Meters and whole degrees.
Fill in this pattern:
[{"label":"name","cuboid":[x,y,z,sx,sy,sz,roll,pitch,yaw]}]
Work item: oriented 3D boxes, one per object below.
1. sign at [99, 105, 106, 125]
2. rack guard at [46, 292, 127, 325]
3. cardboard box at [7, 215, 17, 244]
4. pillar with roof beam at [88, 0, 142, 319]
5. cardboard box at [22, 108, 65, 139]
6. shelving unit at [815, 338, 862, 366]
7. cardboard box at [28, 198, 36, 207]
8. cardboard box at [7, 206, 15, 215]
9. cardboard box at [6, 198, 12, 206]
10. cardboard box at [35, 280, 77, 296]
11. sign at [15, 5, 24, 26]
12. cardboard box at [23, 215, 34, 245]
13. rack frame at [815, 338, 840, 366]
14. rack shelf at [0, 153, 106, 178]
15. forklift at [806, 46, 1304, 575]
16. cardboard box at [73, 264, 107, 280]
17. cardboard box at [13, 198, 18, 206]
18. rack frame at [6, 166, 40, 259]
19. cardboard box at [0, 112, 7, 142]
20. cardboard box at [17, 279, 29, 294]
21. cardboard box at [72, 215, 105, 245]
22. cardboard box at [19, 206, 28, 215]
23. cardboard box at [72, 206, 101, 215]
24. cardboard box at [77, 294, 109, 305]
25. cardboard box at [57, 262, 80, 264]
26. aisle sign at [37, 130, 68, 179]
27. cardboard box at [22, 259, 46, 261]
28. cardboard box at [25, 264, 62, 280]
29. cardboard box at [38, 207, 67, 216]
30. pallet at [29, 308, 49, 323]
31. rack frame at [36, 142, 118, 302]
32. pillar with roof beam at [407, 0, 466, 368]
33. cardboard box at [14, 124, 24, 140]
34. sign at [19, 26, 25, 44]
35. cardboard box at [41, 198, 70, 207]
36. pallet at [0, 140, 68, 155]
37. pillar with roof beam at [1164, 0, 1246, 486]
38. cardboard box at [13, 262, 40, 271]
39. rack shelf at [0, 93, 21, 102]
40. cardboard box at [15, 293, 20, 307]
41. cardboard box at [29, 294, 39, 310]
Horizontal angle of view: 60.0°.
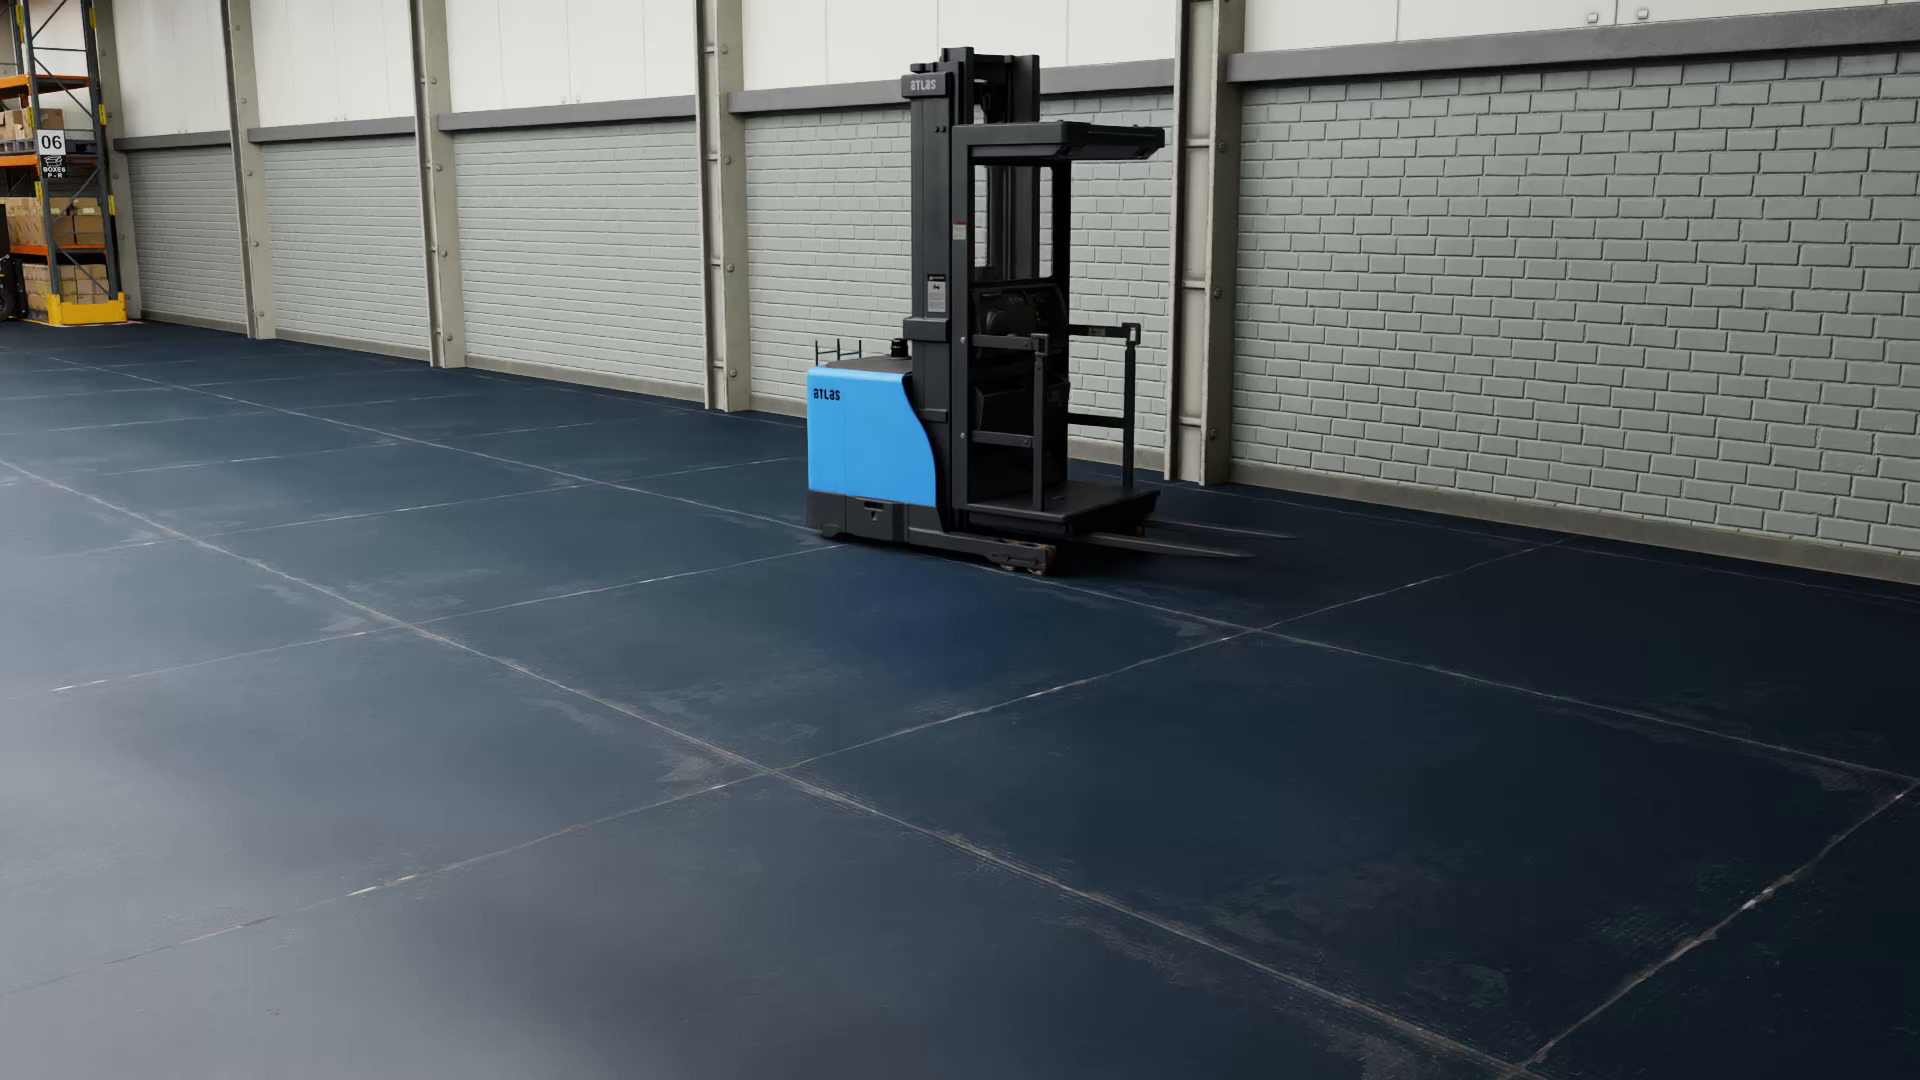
[{"label":"sign","cuboid":[-14.543,-7.211,28.185,0.100,0.325,0.005,-11,16,-43]},{"label":"rack guard","cuboid":[-14.932,-3.971,28.448,1.175,0.500,0.348,-11,16,-43]},{"label":"cardboard box","cuboid":[-16.539,-5.507,29.459,0.500,0.500,0.500,-11,16,-42]},{"label":"pillar with roof beam","cuboid":[-17.891,-7.765,25.798,9.100,9.000,0.400,-11,16,-43]},{"label":"cardboard box","cuboid":[-15.431,-7.002,27.996,0.500,0.500,0.500,-10,15,-41]},{"label":"shelving unit","cuboid":[-0.784,-0.701,10.842,0.189,1.200,0.258,8,14,35]},{"label":"cardboard box","cuboid":[-15.741,-5.800,28.539,0.380,0.149,0.250,-10,16,-41]},{"label":"cardboard box","cuboid":[-16.628,-5.838,29.458,0.380,0.149,0.250,-11,16,-44]},{"label":"cardboard box","cuboid":[-16.758,-6.030,29.655,0.380,0.149,0.250,-11,16,-43]},{"label":"cardboard box","cuboid":[-15.511,-4.330,28.530,0.500,0.250,0.500,-11,16,-43]},{"label":"sign","cuboid":[-15.351,-8.560,27.148,0.100,0.325,0.005,-11,16,-43]},{"label":"cardboard box","cuboid":[-15.830,-5.360,28.747,0.500,0.500,0.500,-10,15,-41]},{"label":"rack frame","cuboid":[-0.858,-0.712,10.895,0.006,1.200,0.240,8,14,35]},{"label":"rack shelf","cuboid":[-16.330,-6.608,29.399,1.077,0.370,4.000,-11,16,-43]},{"label":"forklift","cuboid":[0.523,-1.359,9.742,3.031,2.935,1.130,8,14,35]},{"label":"cardboard box","cuboid":[-15.144,-4.644,28.815,0.500,0.250,0.500,-11,16,-43]},{"label":"cardboard box","cuboid":[-16.302,-5.907,29.054,0.380,0.149,0.250,-10,16,-41]},{"label":"rack frame","cuboid":[-17.711,-5.783,31.046,1.000,3.000,0.127,-11,16,-43]},{"label":"cardboard box","cuboid":[-16.442,-7.258,29.229,0.797,0.503,0.637,-10,15,-41]},{"label":"cardboard box","cuboid":[-16.221,-4.477,29.244,0.500,0.250,0.500,-11,16,-44]},{"label":"cardboard box","cuboid":[-15.090,-5.359,28.741,0.500,0.500,0.500,-10,15,-41]},{"label":"cardboard box","cuboid":[-16.105,-5.727,28.920,0.250,0.149,0.380,11,16,43]},{"label":"cardboard box","cuboid":[-14.995,-5.651,28.553,0.250,0.149,0.380,11,16,44]},{"label":"cardboard box","cuboid":[-15.146,-4.157,28.928,0.500,0.250,0.500,-11,16,-42]},{"label":"cardboard box","cuboid":[-15.829,-4.791,29.528,0.500,0.250,0.500,-11,16,-43]},{"label":"aisle sign","cuboid":[-15.116,-6.422,27.705,0.394,0.787,0.004,-11,16,-43]},{"label":"cardboard box","cuboid":[-17.231,-5.087,30.962,0.500,0.250,0.500,-10,16,-41]},{"label":"cardboard box","cuboid":[-15.849,-4.645,28.820,0.500,0.250,0.500,-11,16,-42]},{"label":"cardboard box","cuboid":[-15.391,-5.577,28.193,0.380,0.149,0.250,-11,16,-42]},{"label":"pallet","cuboid":[-15.507,-3.939,29.007,1.003,0.211,1.213,-11,16,-43]},{"label":"rack frame","cuboid":[-14.949,-5.199,28.212,1.000,3.000,0.127,-11,16,-43]},{"label":"pillar with roof beam","cuboid":[-9.604,-6.013,17.298,9.100,9.000,0.400,-11,16,-43]},{"label":"cardboard box","cuboid":[-15.916,-6.973,28.432,0.396,0.266,0.258,-11,16,-42]},{"label":"sign","cuboid":[-17.293,-9.330,30.688,0.100,0.325,0.005,-11,16,-43]},{"label":"cardboard box","cuboid":[-15.348,-5.734,28.218,0.380,0.149,0.250,-11,16,-42]},{"label":"pallet","cuboid":[-16.265,-6.910,29.301,1.003,0.211,1.213,-11,16,-43]},{"label":"pillar with roof beam","cuboid":[-1.317,-4.262,8.797,9.100,9.000,0.400,-11,16,-43]},{"label":"cardboard box","cuboid":[-16.549,-4.792,29.534,0.500,0.250,0.500,-11,16,-44]},{"label":"rack shelf","cuboid":[-19.092,-8.465,31.970,1.077,0.370,4.000,-11,16,-43]},{"label":"cardboard box","cuboid":[-16.552,-4.303,29.639,0.500,0.250,0.500,-10,15,-41]},{"label":"cardboard box","cuboid":[-15.838,-4.156,28.925,0.500,0.250,0.500,-11,16,-43]}]
